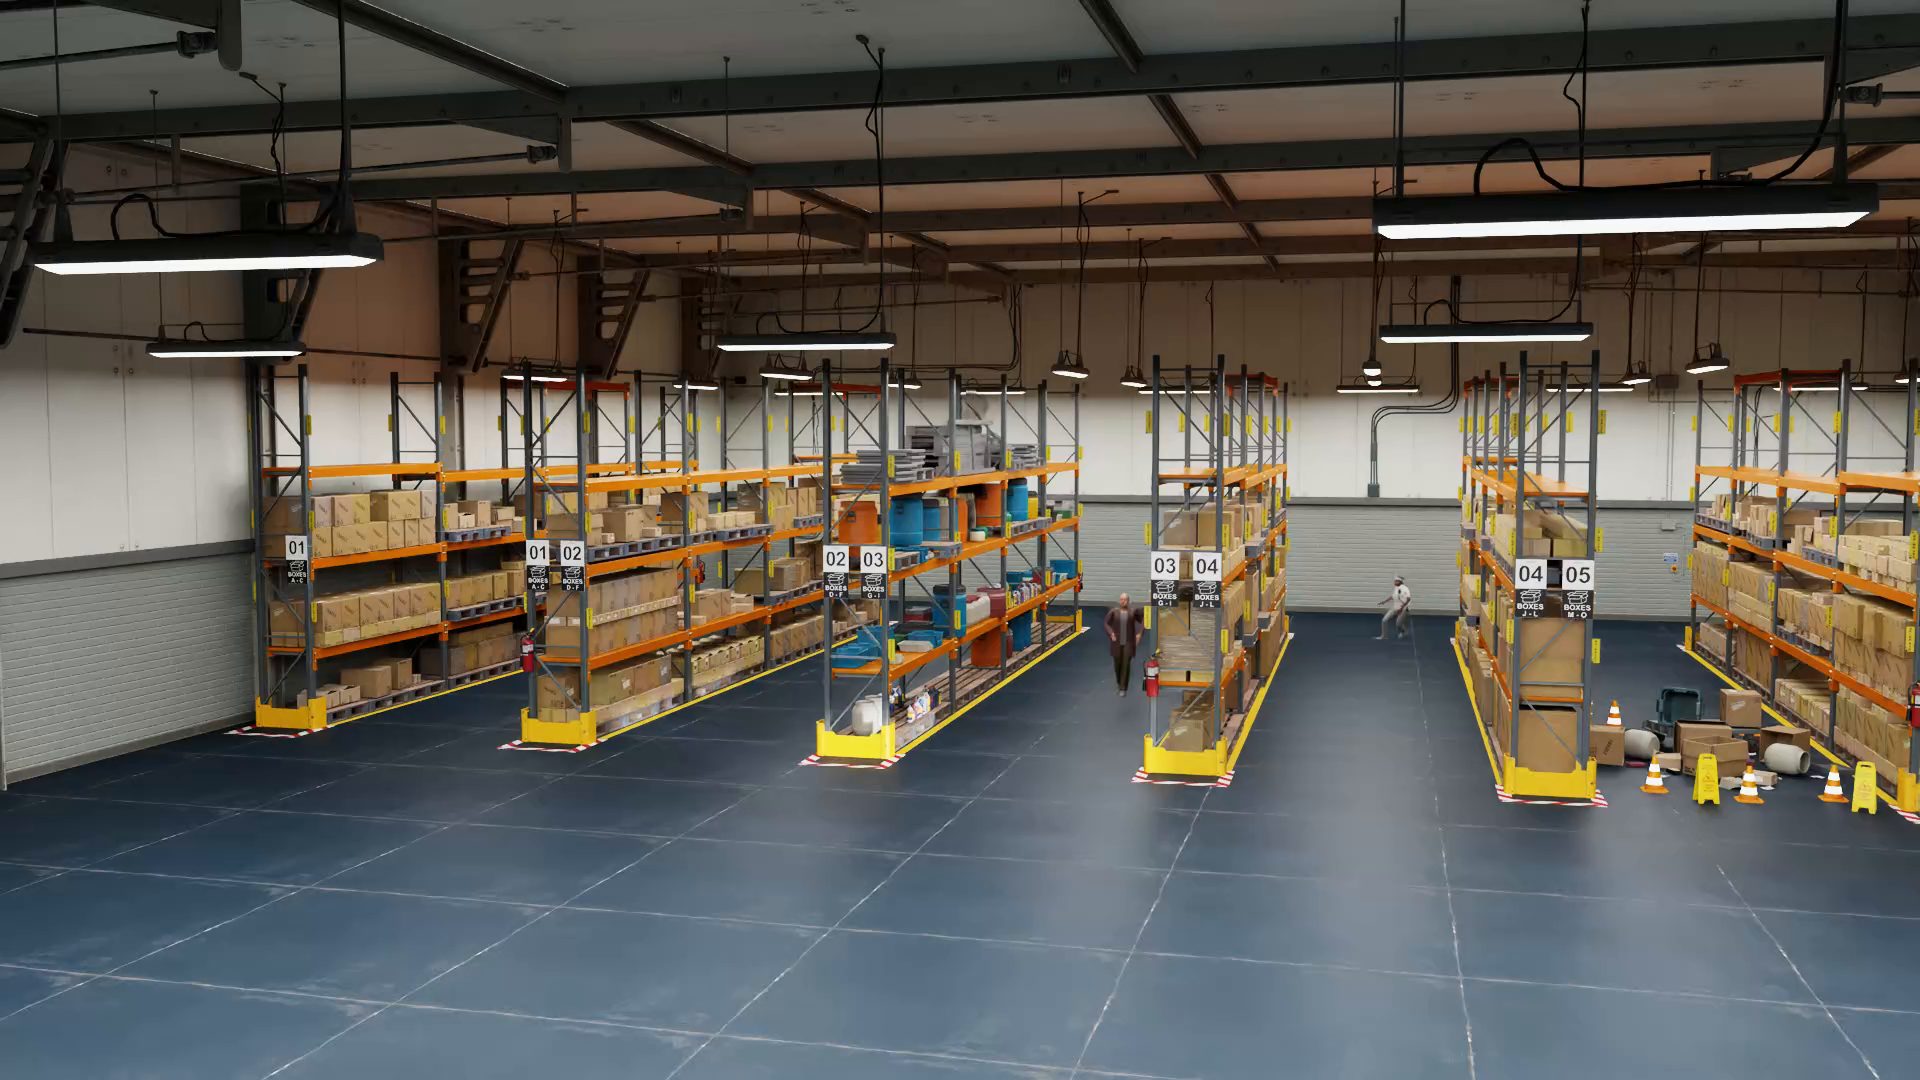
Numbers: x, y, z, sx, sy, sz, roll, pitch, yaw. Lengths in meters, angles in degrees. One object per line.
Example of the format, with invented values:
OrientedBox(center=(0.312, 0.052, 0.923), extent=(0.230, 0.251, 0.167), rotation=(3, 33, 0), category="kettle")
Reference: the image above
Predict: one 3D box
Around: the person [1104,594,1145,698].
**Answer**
OrientedBox(center=(2.877, 1.830, 29.121), extent=(0.737, 1.797, 0.778), rotation=(1, 4, 12), category="person")

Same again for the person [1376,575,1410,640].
OrientedBox(center=(10.133, 1.566, 38.589), extent=(0.668, 1.533, 0.714), rotation=(-3, 5, -37), category="person")
